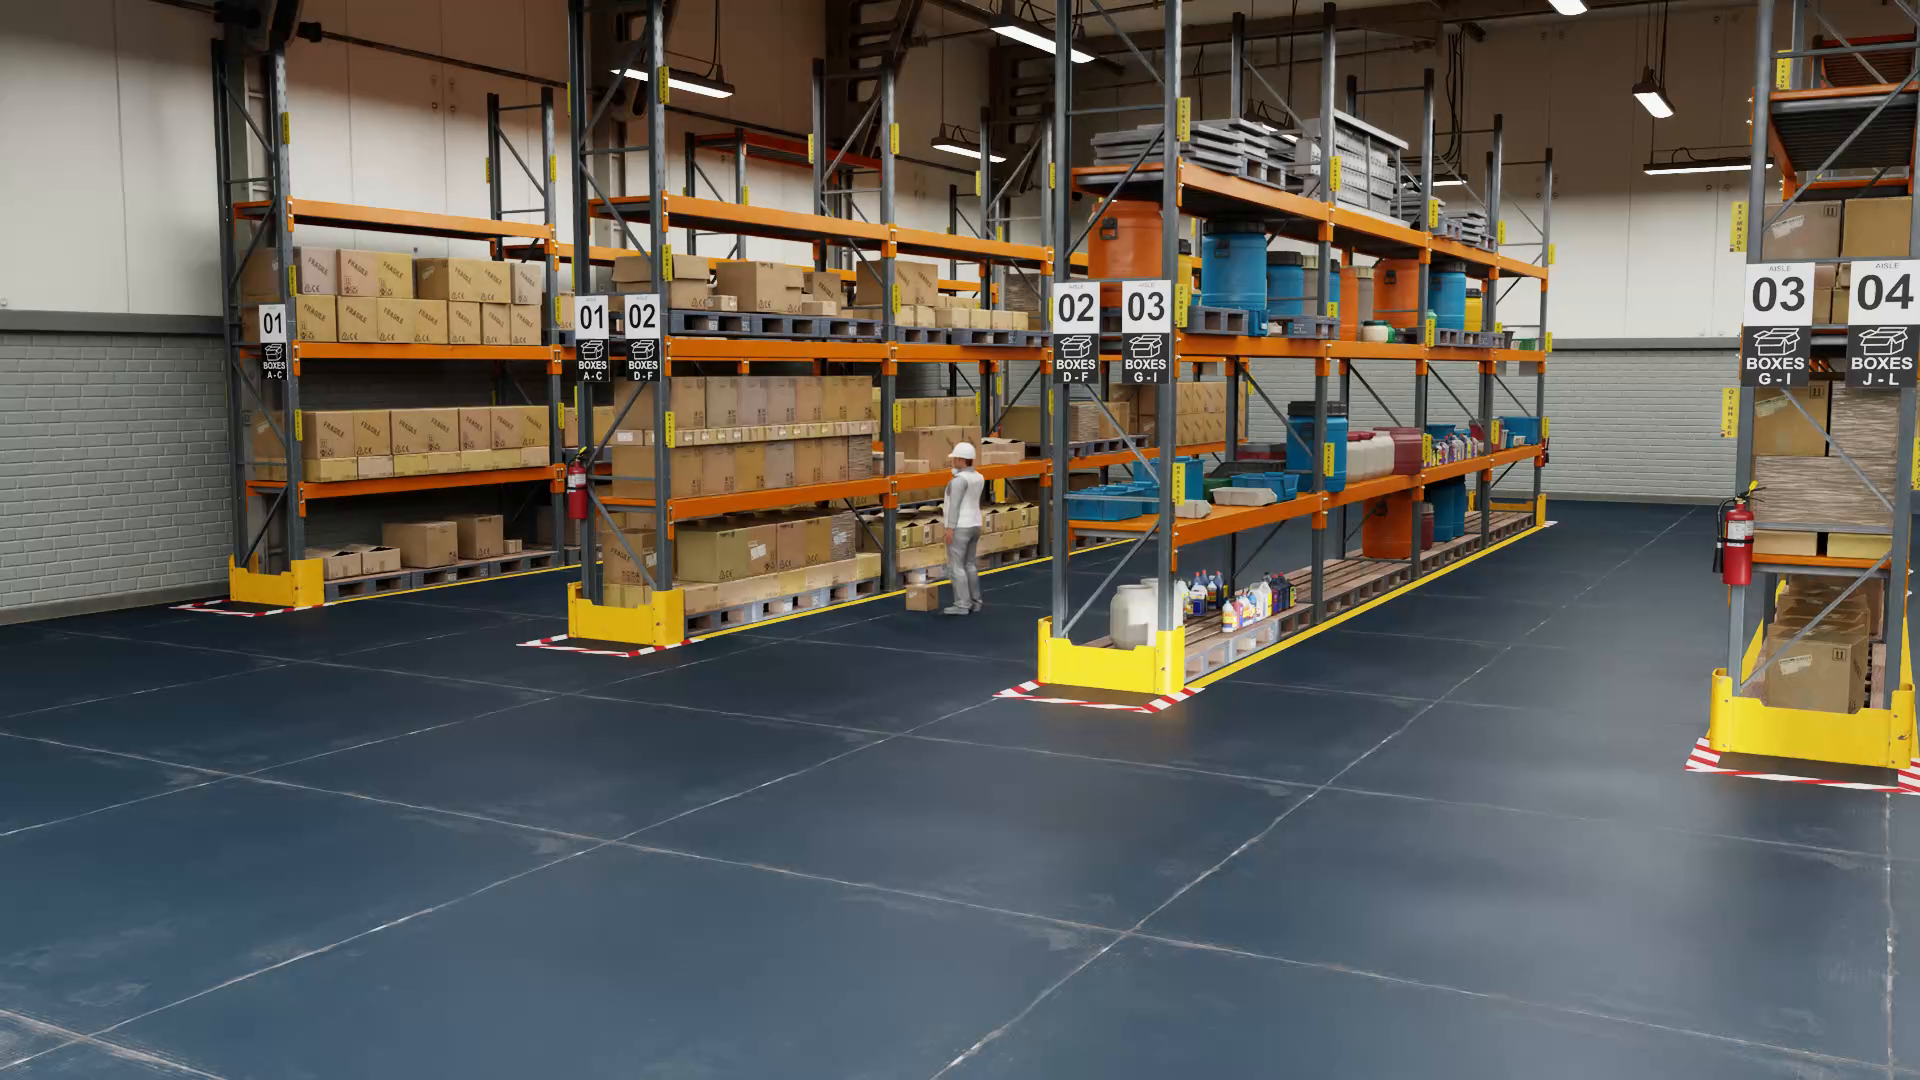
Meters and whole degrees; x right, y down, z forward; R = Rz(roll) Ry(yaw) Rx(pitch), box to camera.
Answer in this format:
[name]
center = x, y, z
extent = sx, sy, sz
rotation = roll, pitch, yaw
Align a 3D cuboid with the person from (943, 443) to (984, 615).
[person]
center = 0.022, -0.123, 17.218
extent = 0.360, 1.767, 0.532
rotation = 3, 7, 30
